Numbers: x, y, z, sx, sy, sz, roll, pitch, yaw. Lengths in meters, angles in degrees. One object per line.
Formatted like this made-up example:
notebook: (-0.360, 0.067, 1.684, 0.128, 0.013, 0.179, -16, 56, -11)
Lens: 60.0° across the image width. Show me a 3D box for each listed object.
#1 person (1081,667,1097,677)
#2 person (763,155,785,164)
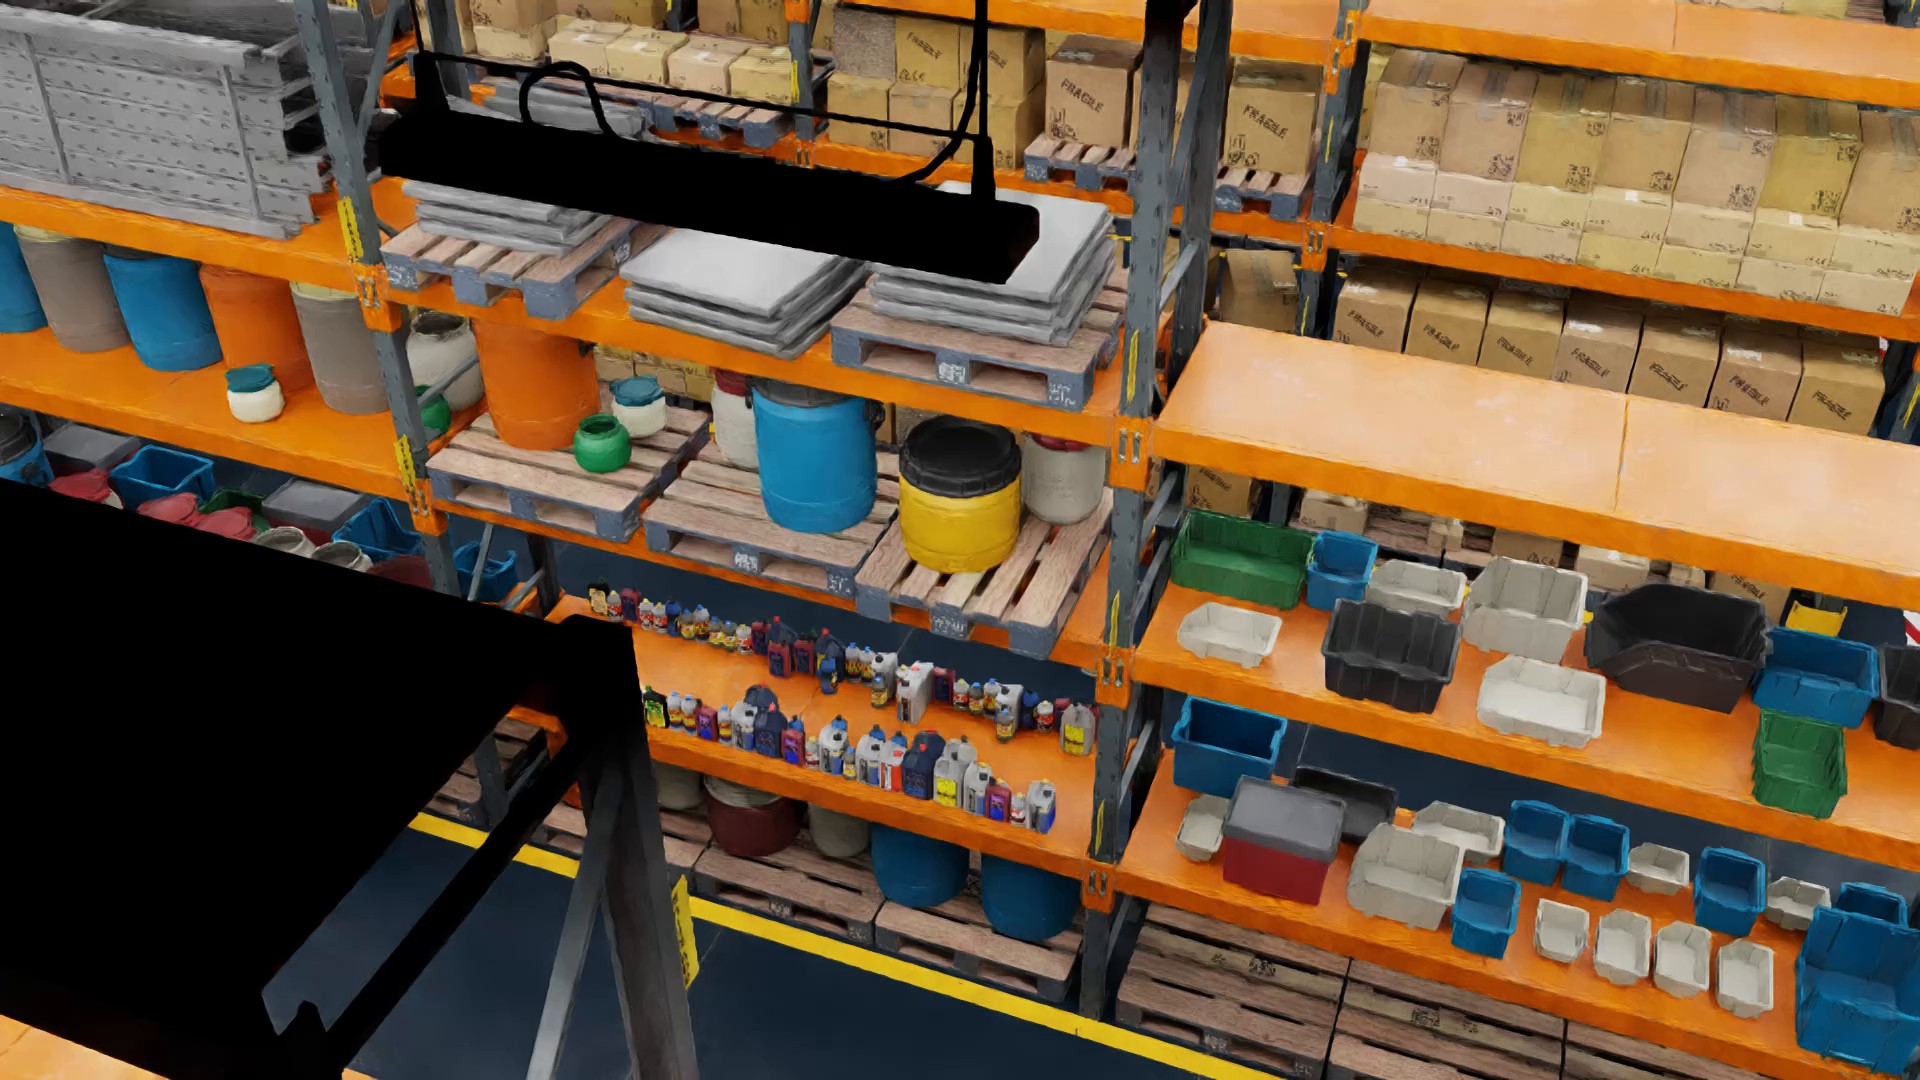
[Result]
person: (0.954, 0.224, 11.733, 0.512, 1.632, 0.639, 11, 38, 15)
person: (-1.753, -3.081, 16.197, 0.469, 1.601, 0.381, -6, 37, -8)
